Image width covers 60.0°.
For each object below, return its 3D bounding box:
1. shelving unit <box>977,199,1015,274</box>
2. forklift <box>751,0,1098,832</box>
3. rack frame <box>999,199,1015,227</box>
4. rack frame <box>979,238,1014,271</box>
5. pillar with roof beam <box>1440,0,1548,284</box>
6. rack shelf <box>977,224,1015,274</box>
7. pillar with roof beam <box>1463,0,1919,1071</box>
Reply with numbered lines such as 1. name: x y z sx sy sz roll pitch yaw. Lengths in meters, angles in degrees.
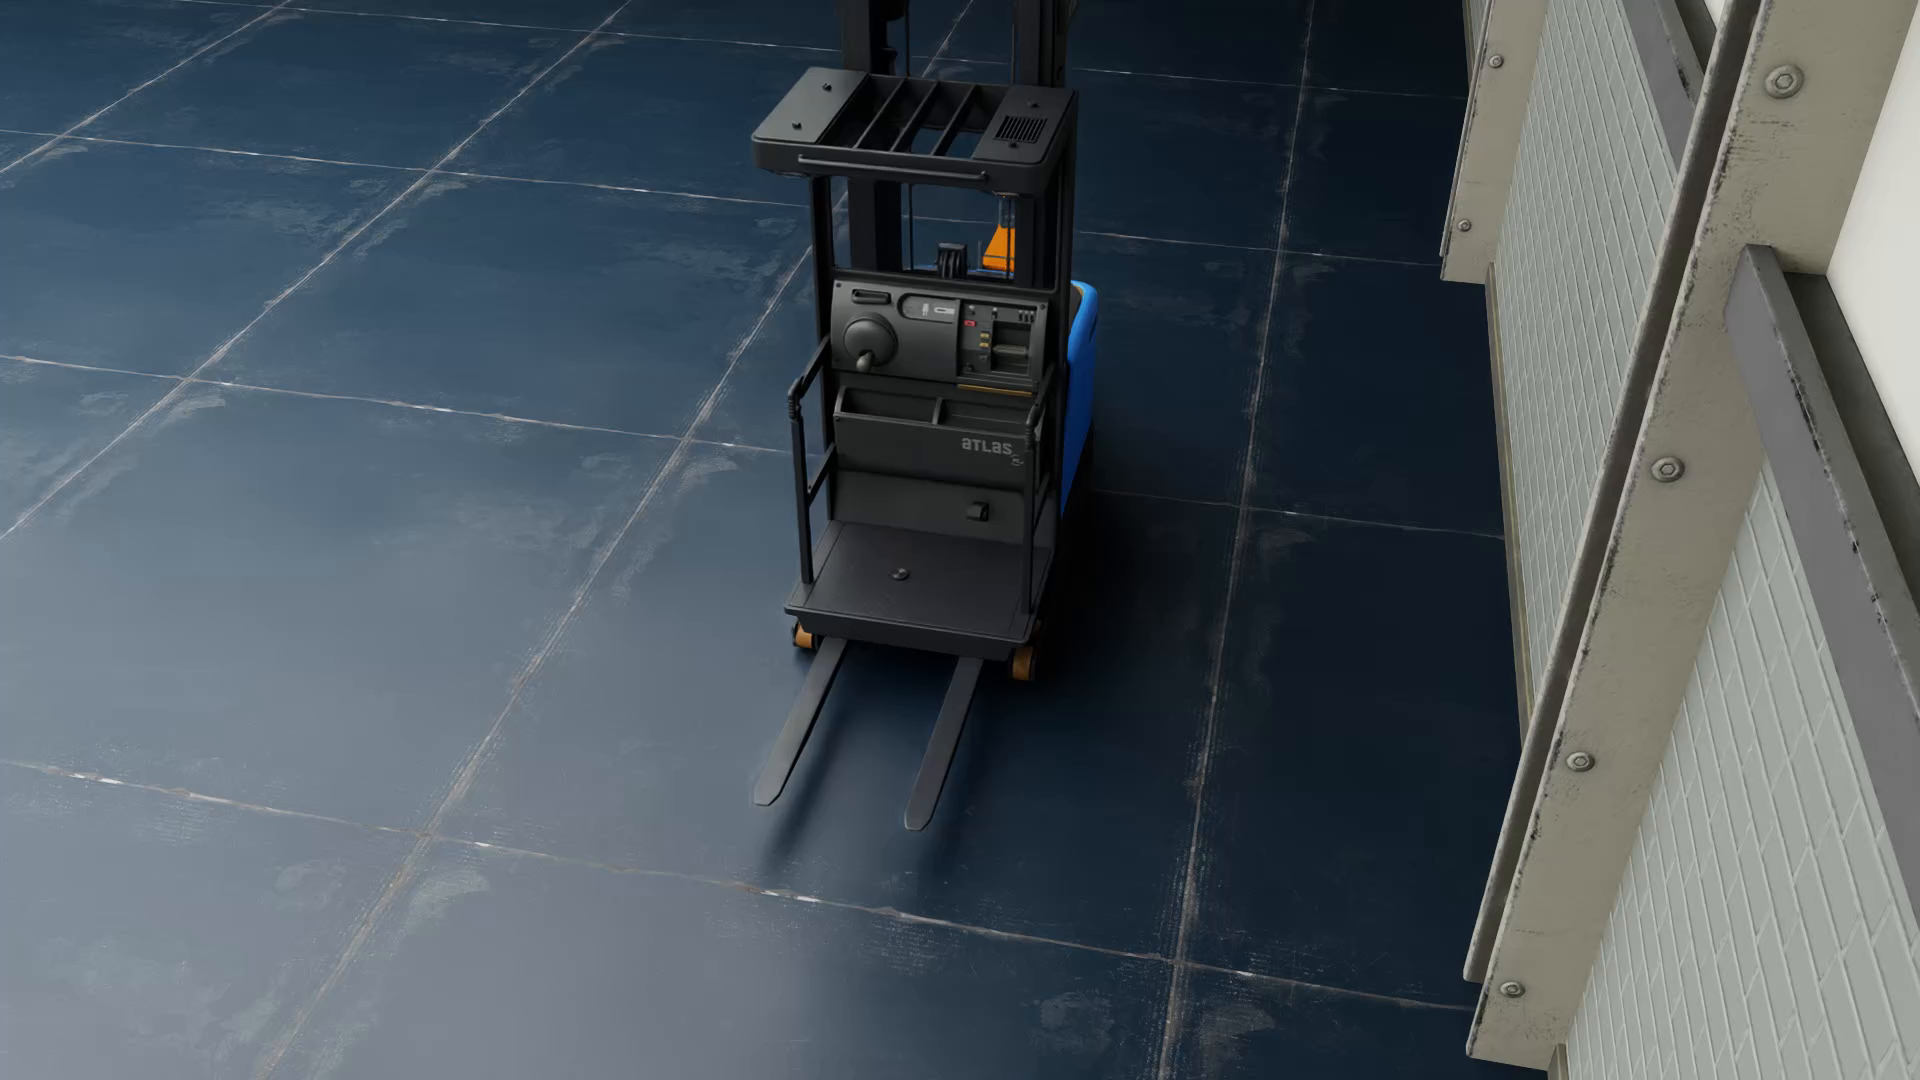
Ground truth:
1. shelving unit: 0.267 -1.129 8.782 0.258 1.200 0.503 8 36 11
2. forklift: -0.137 -0.805 6.863 1.130 2.935 3.031 8 37 10
3. rack frame: 0.324 -1.267 8.975 0.240 1.200 0.015 8 36 11
4. rack frame: 0.211 -0.991 8.588 0.240 1.200 0.015 8 36 11
5. pillar with roof beam: -0.972 -5.924 8.755 9.100 9.000 0.400 7 37 10
6. rack shelf: 0.268 -1.449 8.553 0.258 0.148 0.480 8 36 11
7. pillar with roof beam: -2.253 -2.484 4.009 9.100 9.000 0.400 7 37 10
